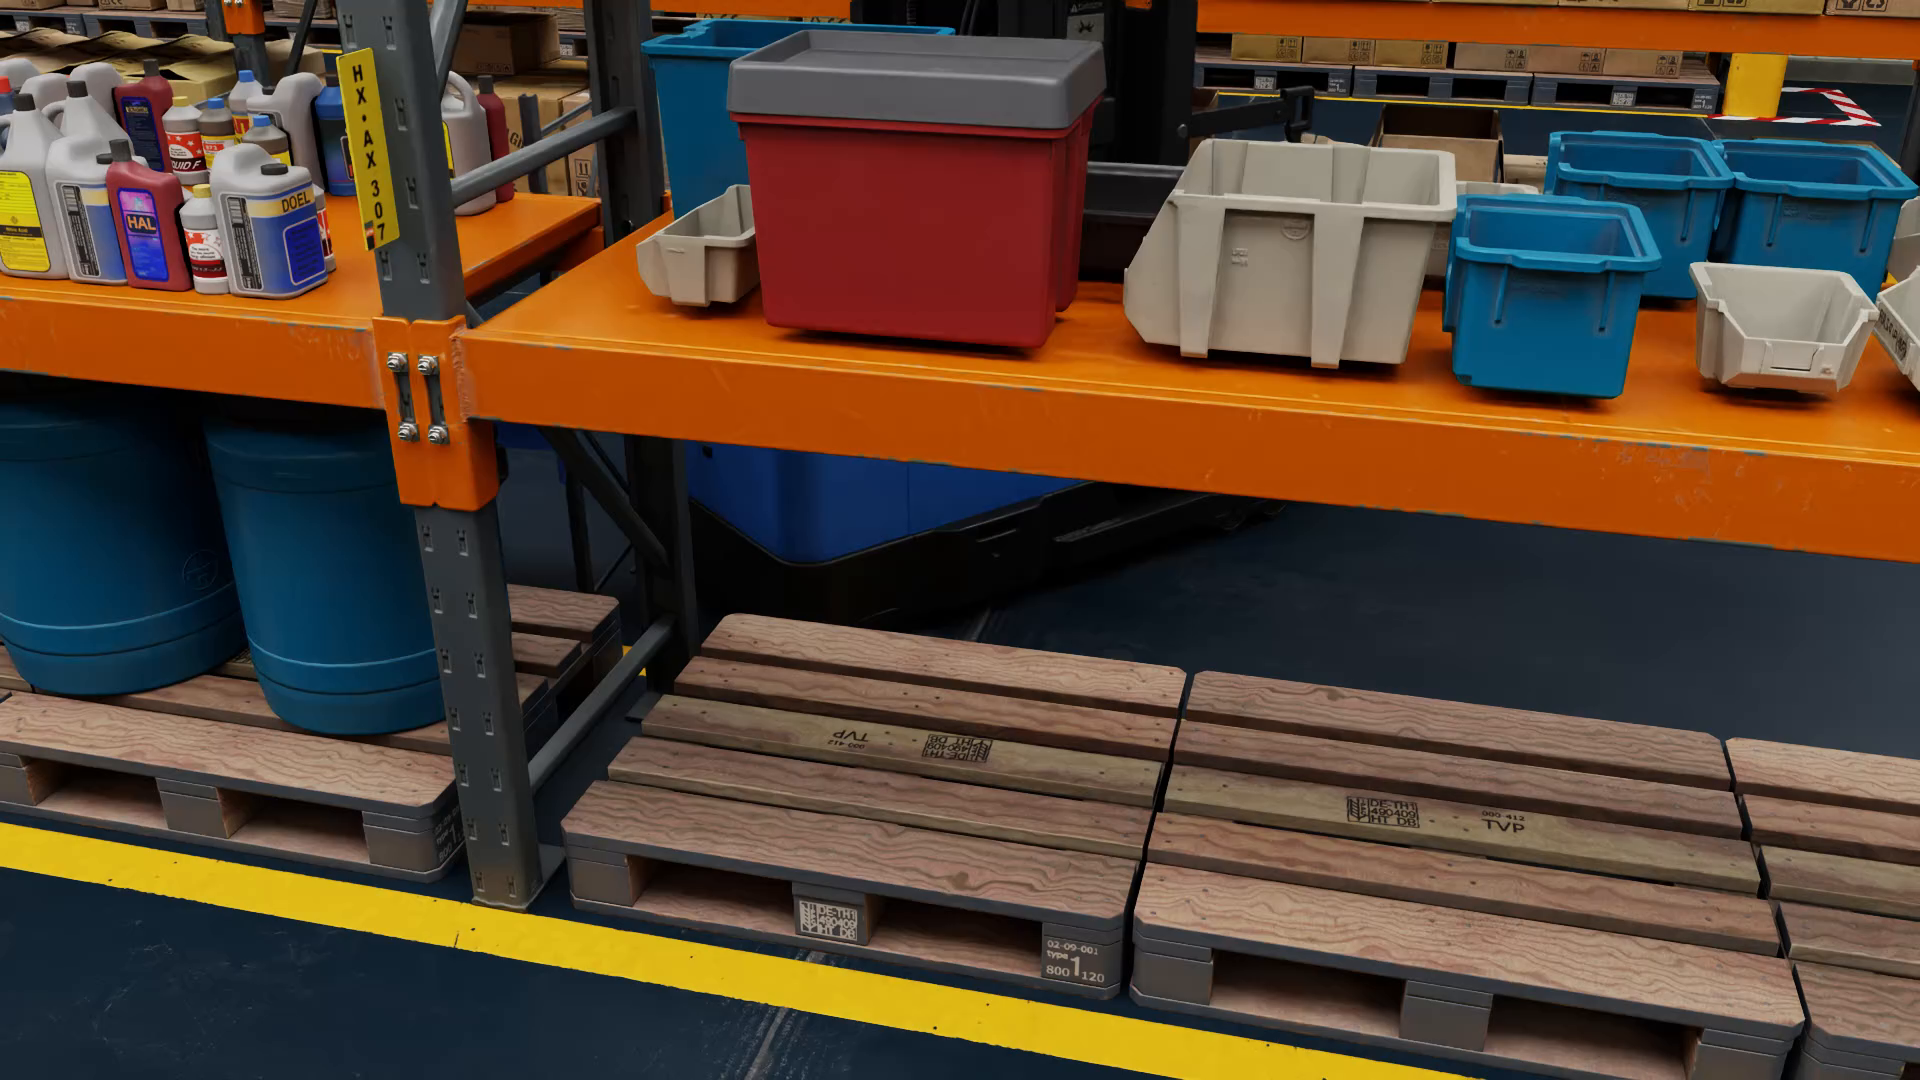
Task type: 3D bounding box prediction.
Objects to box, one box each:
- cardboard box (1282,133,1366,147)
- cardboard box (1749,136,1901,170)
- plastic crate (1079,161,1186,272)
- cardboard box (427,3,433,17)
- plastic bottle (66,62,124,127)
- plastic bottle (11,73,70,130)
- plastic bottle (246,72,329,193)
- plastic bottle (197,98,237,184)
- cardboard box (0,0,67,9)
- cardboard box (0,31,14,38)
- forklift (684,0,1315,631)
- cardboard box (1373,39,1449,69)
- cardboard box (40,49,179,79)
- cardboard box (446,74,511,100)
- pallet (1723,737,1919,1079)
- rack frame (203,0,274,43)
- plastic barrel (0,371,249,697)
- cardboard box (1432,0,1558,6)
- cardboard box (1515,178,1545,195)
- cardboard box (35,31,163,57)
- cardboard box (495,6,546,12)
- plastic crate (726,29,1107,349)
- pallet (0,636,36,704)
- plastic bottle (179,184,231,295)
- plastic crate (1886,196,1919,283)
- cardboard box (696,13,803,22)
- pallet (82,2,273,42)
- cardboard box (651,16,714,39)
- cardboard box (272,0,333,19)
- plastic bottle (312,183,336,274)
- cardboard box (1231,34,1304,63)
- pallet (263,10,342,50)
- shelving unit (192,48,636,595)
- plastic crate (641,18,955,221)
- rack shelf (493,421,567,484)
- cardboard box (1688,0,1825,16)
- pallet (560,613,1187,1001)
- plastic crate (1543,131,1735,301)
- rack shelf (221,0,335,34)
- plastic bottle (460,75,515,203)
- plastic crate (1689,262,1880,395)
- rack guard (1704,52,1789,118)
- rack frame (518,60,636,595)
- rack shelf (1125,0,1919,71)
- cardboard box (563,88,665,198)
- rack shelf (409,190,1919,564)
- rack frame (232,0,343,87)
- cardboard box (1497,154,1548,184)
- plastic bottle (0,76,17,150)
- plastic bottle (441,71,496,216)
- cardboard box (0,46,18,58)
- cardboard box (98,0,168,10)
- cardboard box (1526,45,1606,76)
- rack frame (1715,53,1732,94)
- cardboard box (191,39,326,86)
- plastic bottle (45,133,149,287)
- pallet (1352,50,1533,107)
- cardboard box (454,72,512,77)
[{"bbox_3d":[1.719,-1.790,8.136,0.500,0.311,0.500,6,26,13],"label":"cardboard box"},{"bbox_3d":[3.656,-1.426,7.151,0.500,0.500,0.500,6,26,13],"label":"cardboard box"},{"bbox_3d":[0.284,-0.661,3.400,0.590,0.125,0.437,6,26,13],"label":"plastic crate"},{"bbox_3d":[-4.434,-4.640,13.902,0.500,0.500,0.700,7,26,14],"label":"cardboard box"},{"bbox_3d":[-2.117,-1.018,4.043,0.135,0.276,0.152,6,26,13],"label":"plastic bottle"},{"bbox_3d":[-2.155,-0.955,3.910,0.135,0.276,0.152,6,26,13],"label":"plastic bottle"},{"bbox_3d":[-1.575,-0.958,3.917,0.135,0.276,0.152,6,26,13],"label":"plastic bottle"},{"bbox_3d":[-1.775,-0.958,4.005,0.097,0.201,0.097,0,25,0],"label":"plastic bottle"},{"bbox_3d":[-8.124,-4.974,14.604,0.500,0.500,0.700,5,26,10],"label":"cardboard box"},{"bbox_3d":[-5.926,-2.855,9.814,0.500,0.311,0.500,6,26,13],"label":"cardboard box"},{"bbox_3d":[0.483,-1.522,5.036,3.031,2.935,1.130,-17,31,-32],"label":"forklift"},{"bbox_3d":[3.281,-3.718,11.990,0.500,0.500,0.700,7,26,14],"label":"cardboard box"},{"bbox_3d":[-4.577,-2.464,8.995,0.500,0.311,0.500,6,26,12],"label":"cardboard box"},{"bbox_3d":[-2.626,-2.105,8.578,0.500,0.500,0.500,5,26,11],"label":"cardboard box"},{"bbox_3d":[2.218,0.816,3.290,1.213,0.211,1.003,6,26,13],"label":"pallet"},{"bbox_3d":[-6.148,-5.747,13.833,0.127,3.000,1.000,6,26,13],"label":"rack frame"},{"bbox_3d":[-2.076,-0.150,4.028,0.708,0.901,0.600,6,26,13],"label":"plastic barrel"},{"bbox_3d":[2.269,-2.544,6.987,0.500,0.500,0.500,6,26,12],"label":"cardboard box"},{"bbox_3d":[2.744,-1.427,7.445,0.500,0.250,0.500,6,26,13],"label":"cardboard box"},{"bbox_3d":[-4.942,-2.744,9.583,0.500,0.311,0.500,6,26,12],"label":"cardboard box"},{"bbox_3d":[-3.454,-4.548,13.710,0.500,0.500,0.700,6,26,13],"label":"cardboard box"},{"bbox_3d":[-0.065,-0.623,2.924,0.583,0.464,0.402,6,26,13],"label":"plastic crate"},{"bbox_3d":[-2.789,0.263,4.453,1.213,0.211,1.003,6,26,13],"label":"pallet"},{"bbox_3d":[-1.448,-0.586,3.221,0.097,0.201,0.097,0,25,0],"label":"plastic bottle"},{"bbox_3d":[1.903,-0.551,3.155,0.298,0.136,0.250,6,26,13],"label":"plastic crate"},{"bbox_3d":[-1.594,-4.405,13.025,0.750,0.750,0.750,6,26,12],"label":"cardboard box"},{"bbox_3d":[-6.807,-4.546,14.552,1.213,0.211,1.003,6,26,13],"label":"pallet"},{"bbox_3d":[-1.492,-2.551,8.642,0.500,0.250,0.500,6,26,12],"label":"cardboard box"},{"bbox_3d":[-5.431,-4.746,14.125,0.500,0.500,0.700,7,26,15],"label":"cardboard box"},{"bbox_3d":[-1.316,-0.638,3.333,0.097,0.201,0.097,0,25,0],"label":"plastic bottle"},{"bbox_3d":[2.299,-3.829,12.223,0.500,0.500,0.700,7,26,14],"label":"cardboard box"},{"bbox_3d":[-5.393,-4.406,14.258,1.213,0.211,1.003,6,26,13],"label":"pallet"},{"bbox_3d":[-1.507,-0.541,4.629,1.048,1.500,0.538,4,27,8],"label":"shelving unit"},{"bbox_3d":[-0.330,-0.878,3.554,0.575,0.384,0.392,6,26,13],"label":"plastic crate"},{"bbox_3d":[-1.506,-0.381,4.709,1.000,0.185,0.538,4,27,8],"label":"rack shelf"},{"bbox_3d":[3.239,-2.434,6.757,0.500,0.500,0.500,7,26,13],"label":"cardboard box"},{"bbox_3d":[-0.145,0.555,3.839,1.213,0.211,1.003,6,26,13],"label":"pallet"},{"bbox_3d":[1.284,-0.626,3.201,0.300,0.233,0.416,6,26,13],"label":"plastic crate"},{"bbox_3d":[-5.441,-3.146,9.205,4.000,0.370,1.077,6,26,13],"label":"rack shelf"},{"bbox_3d":[-1.116,-0.931,3.851,0.133,0.283,0.061,6,26,13],"label":"plastic bottle"},{"bbox_3d":[1.328,-0.339,2.709,0.250,0.136,0.298,6,26,13],"label":"plastic crate"},{"bbox_3d":[5.497,-3.332,11.666,0.348,0.500,1.175,6,26,13],"label":"rack guard"},{"bbox_3d":[-1.005,-0.506,4.554,0.032,1.500,0.500,4,27,8],"label":"rack frame"},{"bbox_3d":[2.307,-2.289,7.406,4.000,0.370,1.077,6,26,13],"label":"rack shelf"},{"bbox_3d":[-1.634,-1.996,8.348,0.500,0.500,0.500,5,26,11],"label":"cardboard box"},{"bbox_3d":[1.070,-0.228,3.076,4.000,0.370,1.077,6,26,13],"label":"rack shelf"},{"bbox_3d":[-3.504,-3.257,8.601,0.127,3.000,1.000,6,26,13],"label":"rack frame"},{"bbox_3d":[2.820,-1.641,7.893,0.500,0.250,0.500,6,26,13],"label":"cardboard box"},{"bbox_3d":[-1.982,-0.786,3.469,0.185,0.351,0.144,6,26,13],"label":"plastic bottle"},{"bbox_3d":[-1.166,-0.921,3.753,0.185,0.351,0.144,6,26,13],"label":"plastic bottle"},{"bbox_3d":[-5.550,-2.574,9.225,0.500,0.311,0.500,7,26,14],"label":"cardboard box"},{"bbox_3d":[-7.163,-4.912,14.474,0.500,0.500,0.500,4,26,9],"label":"cardboard box"},{"bbox_3d":[4.287,-3.611,11.764,0.500,0.500,0.700,6,26,13],"label":"cardboard box"},{"bbox_3d":[5.474,-4.463,11.134,0.127,3.000,1.000,6,26,13],"label":"rack frame"},{"bbox_3d":[-3.938,-2.636,9.356,0.500,0.311,0.500,7,26,15],"label":"cardboard box"},{"bbox_3d":[-1.683,-0.657,3.285,0.135,0.276,0.152,6,26,13],"label":"plastic bottle"},{"bbox_3d":[3.502,-3.388,12.121,1.213,0.211,1.003,6,26,13],"label":"pallet"},{"bbox_3d":[-2.540,-2.324,9.038,0.500,0.500,0.500,7,26,15],"label":"cardboard box"}]
